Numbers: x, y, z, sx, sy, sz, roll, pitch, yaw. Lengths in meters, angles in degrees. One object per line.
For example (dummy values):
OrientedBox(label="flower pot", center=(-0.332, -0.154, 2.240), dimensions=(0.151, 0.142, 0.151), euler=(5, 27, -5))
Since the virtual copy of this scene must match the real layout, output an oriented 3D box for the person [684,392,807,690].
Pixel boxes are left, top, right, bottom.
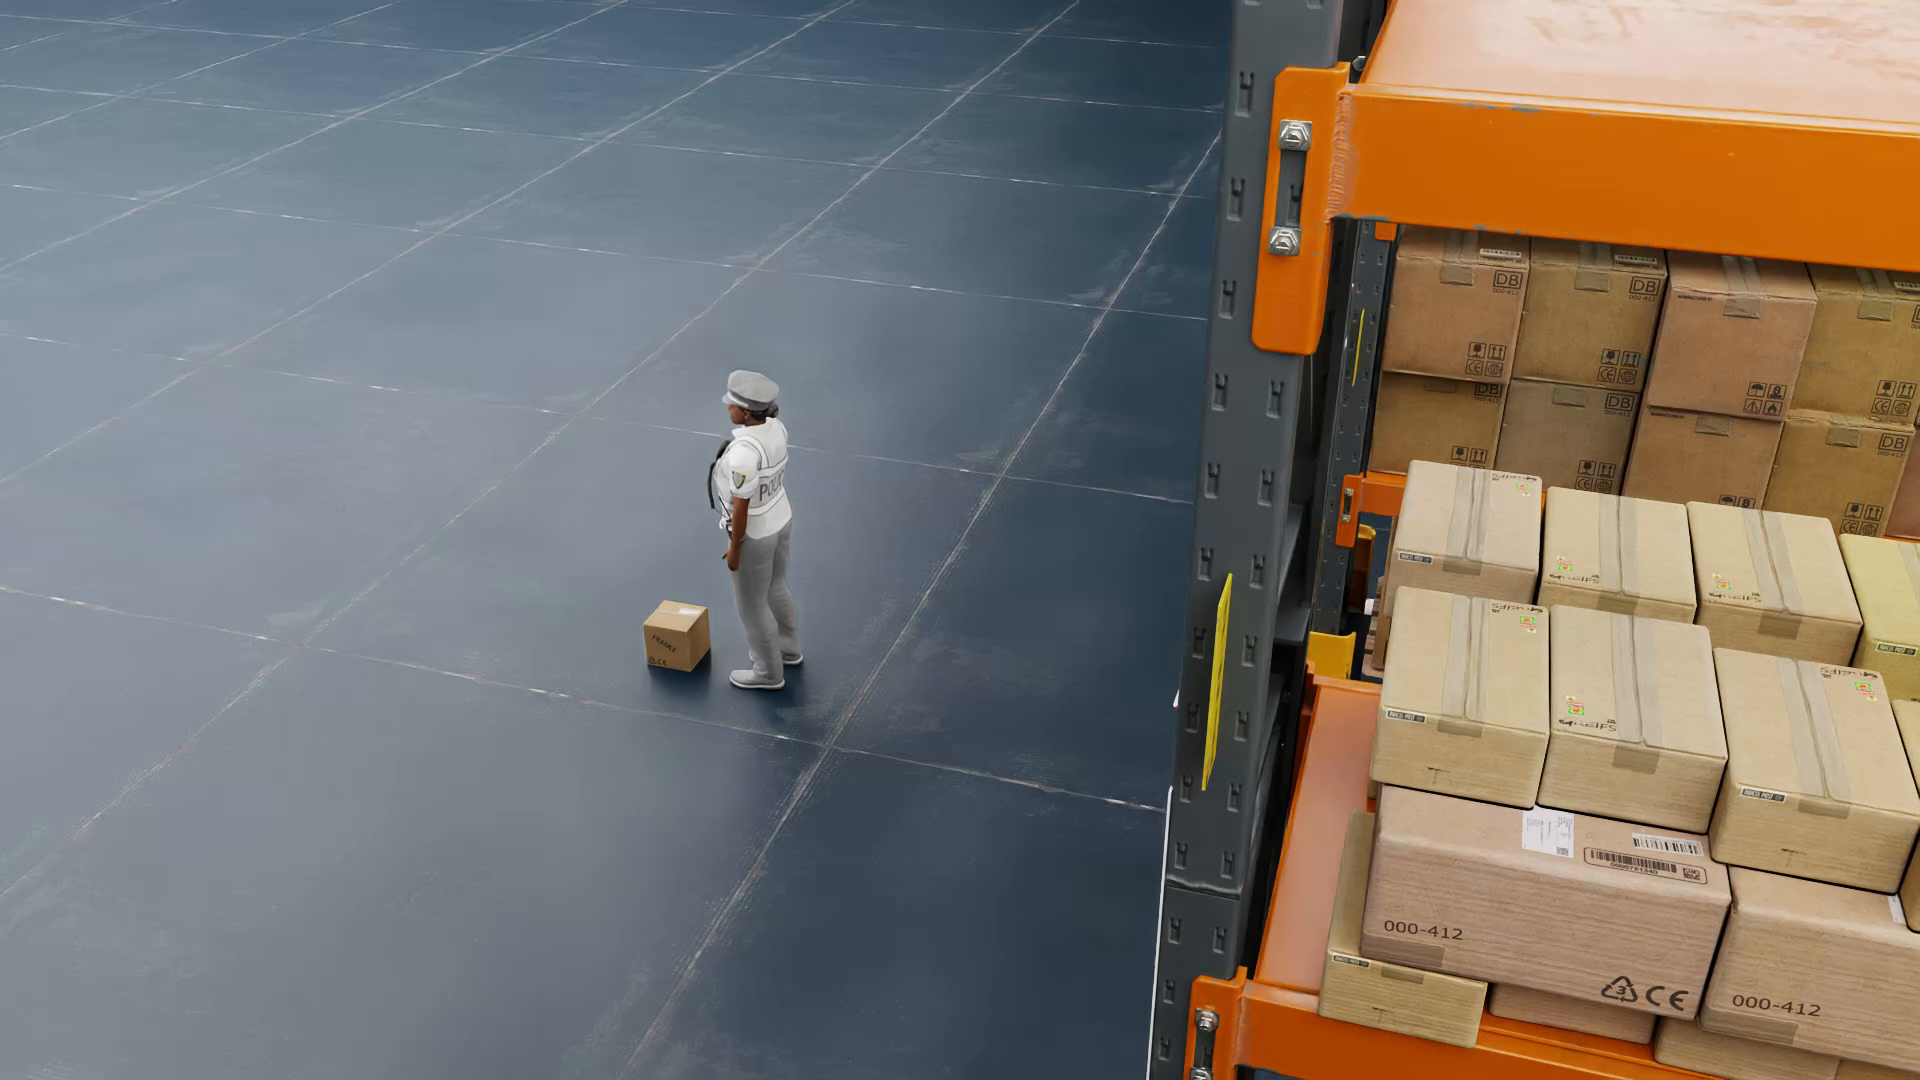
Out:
OrientedBox(label="person", center=(-1.042, 0.018, 8.211), dimensions=(0.541, 1.563, 0.476), euler=(9, 31, 16))
